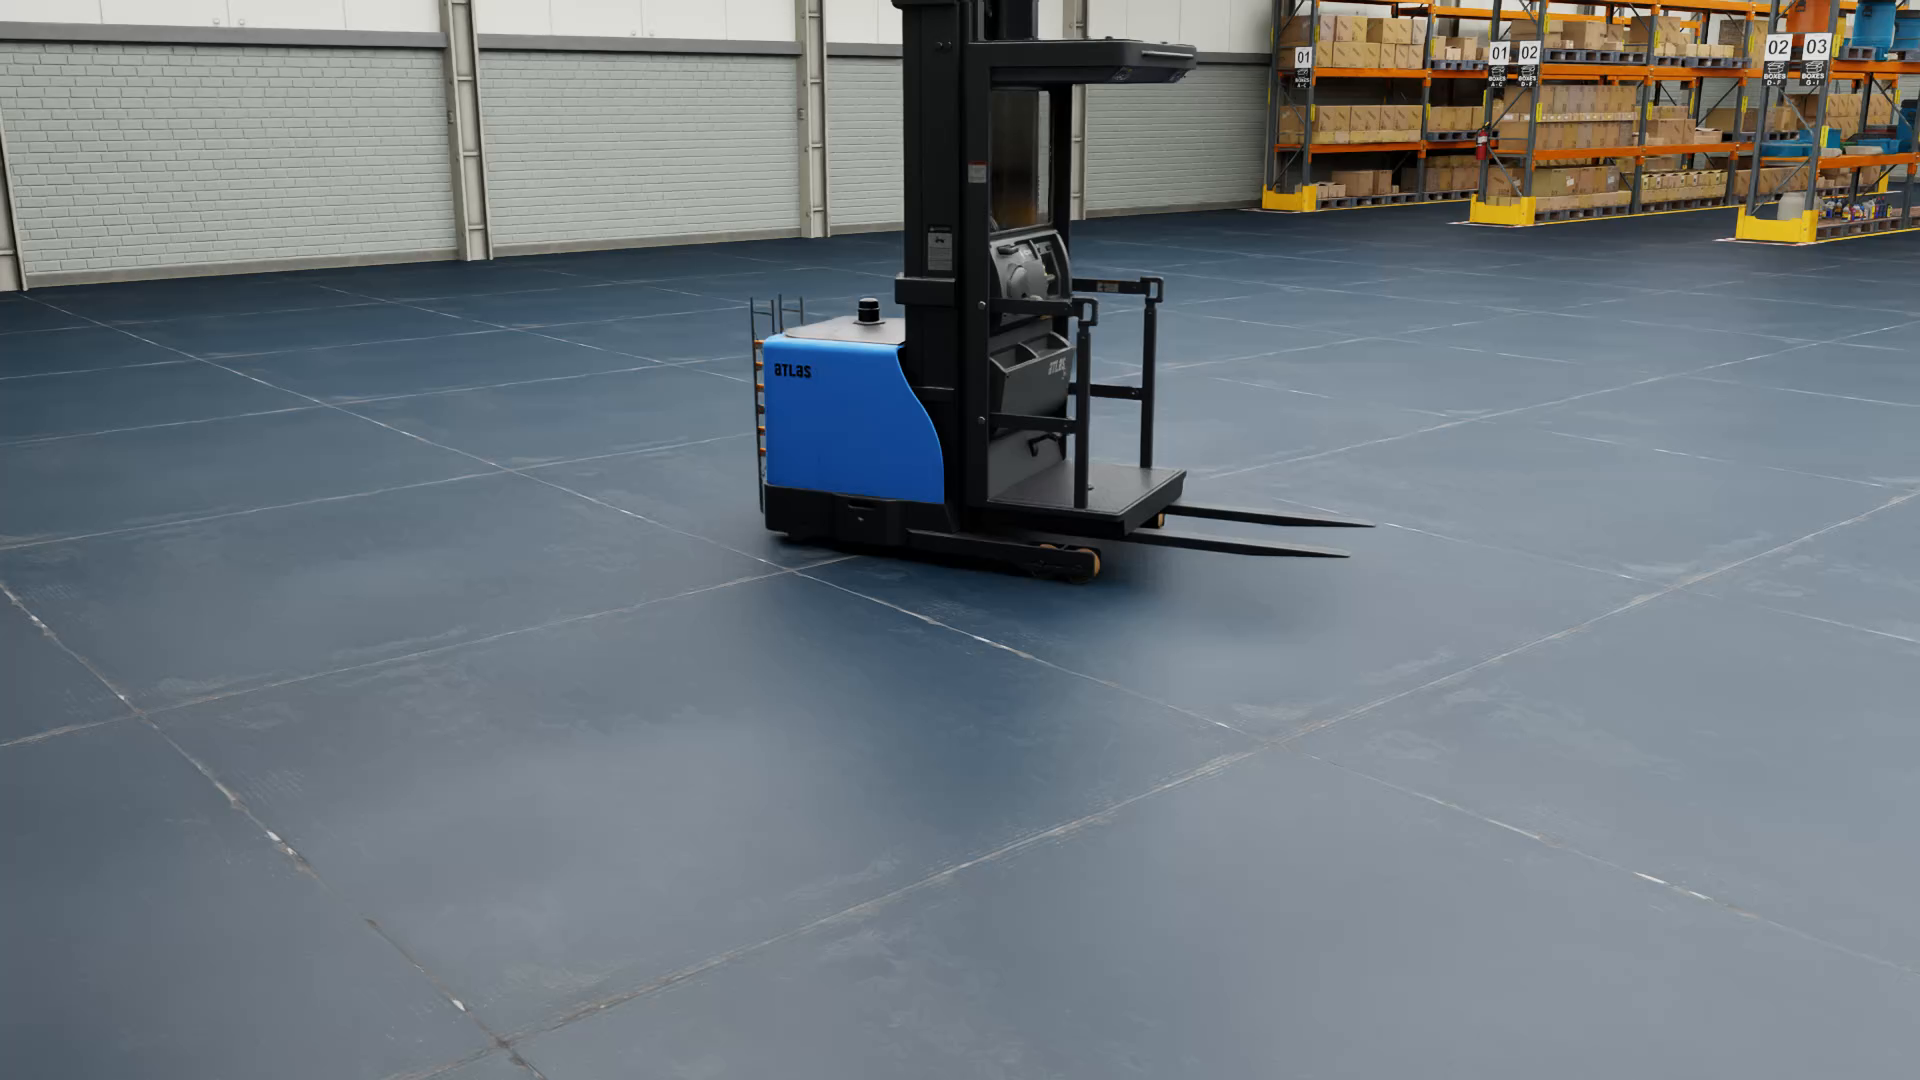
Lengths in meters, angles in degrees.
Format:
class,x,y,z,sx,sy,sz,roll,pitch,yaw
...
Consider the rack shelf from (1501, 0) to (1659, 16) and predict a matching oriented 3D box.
class,x,y,z,sx,sy,sz,roll,pitch,yaw
rack shelf,11.455,-9.960,30.769,4.000,0.370,1.077,-13,19,-39

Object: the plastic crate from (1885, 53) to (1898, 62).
class,x,y,z,sx,sy,sz,roll,pitch,yaw
plastic crate,15.267,-7.947,27.389,0.396,0.136,0.243,-13,19,-39

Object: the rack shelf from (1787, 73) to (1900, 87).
class,x,y,z,sx,sy,sz,roll,pitch,yaw
rack shelf,20.507,-10.737,38.715,4.000,0.370,1.077,-13,19,-39

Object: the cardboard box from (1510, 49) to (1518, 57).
class,x,y,z,sx,sy,sz,roll,pitch,yaw
cardboard box,13.048,-11.384,38.699,0.700,0.500,0.500,14,21,43

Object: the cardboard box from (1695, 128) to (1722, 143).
class,x,y,z,sx,sy,sz,roll,pitch,yaw
cardboard box,15.678,-8.523,35.017,0.500,0.311,0.500,-11,19,-36

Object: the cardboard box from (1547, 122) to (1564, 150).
class,x,y,z,sx,sy,sz,roll,pitch,yaw
cardboard box,10.700,-7.478,30.741,0.500,0.500,0.700,-12,19,-38

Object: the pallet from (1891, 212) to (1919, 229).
class,x,y,z,sx,sy,sz,roll,pitch,yaw
pallet,16.779,-5.770,29.941,1.213,0.211,1.003,-13,19,-39

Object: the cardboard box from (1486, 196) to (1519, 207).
class,x,y,z,sx,sy,sz,roll,pitch,yaw
cardboard box,10.157,-6.286,30.987,0.500,0.250,0.500,-13,19,-39

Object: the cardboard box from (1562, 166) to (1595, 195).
class,x,y,z,sx,sy,sz,roll,pitch,yaw
cardboard box,11.630,-6.801,31.462,0.500,0.500,0.500,-13,19,-39

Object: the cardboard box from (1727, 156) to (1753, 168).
class,x,y,z,sx,sy,sz,roll,pitch,yaw
cardboard box,17.341,-8.375,36.828,0.500,0.250,0.500,-13,20,-40

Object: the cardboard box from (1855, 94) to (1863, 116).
class,x,y,z,sx,sy,sz,roll,pitch,yaw
cardboard box,20.705,-10.115,38.674,0.500,0.500,0.500,-12,19,-38

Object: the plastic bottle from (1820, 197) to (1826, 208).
class,x,y,z,sx,sy,sz,roll,pitch,yaw
plastic bottle,14.868,-5.749,28.741,0.185,0.351,0.144,-13,20,-40

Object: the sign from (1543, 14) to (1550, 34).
class,x,y,z,sx,sy,sz,roll,pitch,yaw
sign,10.306,-9.064,29.212,0.005,0.325,0.100,-13,19,-39

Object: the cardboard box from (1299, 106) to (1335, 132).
class,x,y,z,sx,sy,sz,roll,pitch,yaw
cardboard box,7.249,-8.549,33.742,0.500,0.500,0.500,-13,19,-39

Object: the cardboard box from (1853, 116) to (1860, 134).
class,x,y,z,sx,sy,sz,roll,pitch,yaw
cardboard box,20.708,-9.636,38.819,0.500,0.500,0.500,-13,20,-40

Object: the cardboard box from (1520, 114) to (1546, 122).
class,x,y,z,sx,sy,sz,roll,pitch,yaw
cardboard box,10.383,-7.650,30.126,0.250,0.149,0.380,-13,20,-40

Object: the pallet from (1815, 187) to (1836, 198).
class,x,y,z,sx,sy,sz,roll,pitch,yaw
pallet,19.517,-8.065,38.536,1.213,0.211,1.003,-13,19,-39

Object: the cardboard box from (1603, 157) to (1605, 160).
class,x,y,z,sx,sy,sz,roll,pitch,yaw
cardboard box,16.136,-9.690,41.986,0.250,0.149,0.380,-13,20,-40

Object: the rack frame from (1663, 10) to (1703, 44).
class,x,y,z,sx,sy,sz,roll,pitch,yaw
rack frame,18.761,-13.836,43.112,0.127,3.000,1.000,-13,19,-39

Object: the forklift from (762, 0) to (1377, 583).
class,x,y,z,sx,sy,sz,roll,pitch,yaw
forklift,0.538,-1.365,8.180,3.031,2.935,1.130,7,16,23

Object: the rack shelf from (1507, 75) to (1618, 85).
class,x,y,z,sx,sy,sz,roll,pitch,yaw
rack shelf,14.235,-11.023,39.786,4.000,0.370,1.077,-13,19,-39

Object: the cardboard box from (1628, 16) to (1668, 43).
class,x,y,z,sx,sy,sz,roll,pitch,yaw
cardboard box,13.455,-9.980,32.511,0.500,0.500,0.500,-12,19,-39

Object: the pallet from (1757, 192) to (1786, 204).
class,x,y,z,sx,sy,sz,roll,pitch,yaw
pallet,17.489,-7.596,36.780,1.213,0.211,1.003,-13,19,-39

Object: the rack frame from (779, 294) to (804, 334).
class,x,y,z,sx,sy,sz,roll,pitch,yaw
rack frame,-0.912,-0.750,9.217,0.006,1.200,0.240,-11,17,-36

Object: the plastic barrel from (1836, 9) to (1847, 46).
class,x,y,z,sx,sy,sz,roll,pitch,yaw
plastic barrel,13.971,-8.259,26.868,0.600,0.588,0.600,0,15,0

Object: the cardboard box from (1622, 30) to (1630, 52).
class,x,y,z,sx,sy,sz,roll,pitch,yaw
cardboard box,16.466,-12.317,41.065,0.500,0.500,0.500,-13,20,-40

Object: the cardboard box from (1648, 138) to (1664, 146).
class,x,y,z,sx,sy,sz,roll,pitch,yaw
cardboard box,13.766,-7.930,33.113,0.250,0.149,0.380,-13,19,-39

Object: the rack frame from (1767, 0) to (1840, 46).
class,x,y,z,sx,sy,sz,roll,pitch,yaw
rack frame,13.195,-9.197,25.744,0.127,3.000,1.000,-13,19,-39

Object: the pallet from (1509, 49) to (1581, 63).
class,x,y,z,sx,sy,sz,roll,pitch,yaw
pallet,10.496,-8.785,30.184,1.213,0.211,1.003,-13,19,-39

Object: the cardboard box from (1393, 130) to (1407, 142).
class,x,y,z,sx,sy,sz,roll,pitch,yaw
cardboard box,9.169,-8.620,35.461,0.500,0.250,0.500,-13,19,-39

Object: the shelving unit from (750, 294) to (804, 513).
class,x,y,z,sx,sy,sz,roll,pitch,yaw
shelving unit,-0.985,-0.736,9.162,0.189,1.200,0.258,-11,17,-36

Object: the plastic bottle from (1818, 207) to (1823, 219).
class,x,y,z,sx,sy,sz,roll,pitch,yaw
plastic bottle,14.701,-5.595,28.455,0.097,0.201,0.097,0,15,0

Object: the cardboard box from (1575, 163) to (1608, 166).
class,x,y,z,sx,sy,sz,roll,pitch,yaw
cardboard box,12.408,-7.160,32.805,0.500,0.500,0.500,-13,19,-39

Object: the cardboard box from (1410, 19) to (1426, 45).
class,x,y,z,sx,sy,sz,roll,pitch,yaw
cardboard box,9.509,-10.757,35.228,0.500,0.500,0.500,14,20,42

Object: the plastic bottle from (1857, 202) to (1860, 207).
class,x,y,z,sx,sy,sz,roll,pitch,yaw
plastic bottle,15.332,-5.618,28.381,0.133,0.283,0.061,-13,19,-39

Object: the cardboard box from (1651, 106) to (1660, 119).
class,x,y,z,sx,sy,sz,roll,pitch,yaw
cardboard box,17.261,-10.742,42.570,0.700,0.700,0.980,-14,20,-42

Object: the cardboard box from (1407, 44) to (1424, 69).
class,x,y,z,sx,sy,sz,roll,pitch,yaw
cardboard box,9.488,-10.278,35.371,0.500,0.500,0.500,-12,19,-38

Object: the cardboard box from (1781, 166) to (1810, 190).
class,x,y,z,sx,sy,sz,roll,pitch,yaw
cardboard box,18.814,-8.162,37.485,0.500,0.500,0.500,-13,20,-40

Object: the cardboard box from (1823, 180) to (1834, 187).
class,x,y,z,sx,sy,sz,roll,pitch,yaw
cardboard box,20.103,-8.318,38.714,0.250,0.166,0.380,-13,19,-39

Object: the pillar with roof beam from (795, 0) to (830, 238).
class,x,y,z,sx,sy,sz,roll,pitch,yaw
pillar with roof beam,0.425,-8.542,23.291,0.400,9.000,9.100,-13,19,-39

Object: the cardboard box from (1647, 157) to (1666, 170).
class,x,y,z,sx,sy,sz,roll,pitch,yaw
cardboard box,17.922,-9.710,43.320,0.500,0.500,0.700,-13,20,-40

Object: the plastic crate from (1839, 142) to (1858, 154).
class,x,y,z,sx,sy,sz,roll,pitch,yaw
plastic crate,15.003,-6.699,28.427,0.662,0.188,0.450,-13,19,-39

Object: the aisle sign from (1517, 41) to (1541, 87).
class,x,y,z,sx,sy,sz,roll,pitch,yaw
aisle sign,10.098,-8.449,29.530,0.004,0.787,0.394,-13,19,-39

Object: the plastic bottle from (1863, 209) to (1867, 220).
class,x,y,z,sx,sy,sz,roll,pitch,yaw
plastic bottle,15.331,-5.532,28.219,0.097,0.201,0.097,0,15,0

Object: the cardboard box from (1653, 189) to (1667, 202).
class,x,y,z,sx,sy,sz,roll,pitch,yaw
cardboard box,13.817,-6.922,33.366,0.500,0.250,0.500,-12,19,-38

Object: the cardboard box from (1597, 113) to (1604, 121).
class,x,y,z,sx,sy,sz,roll,pitch,yaw
cardboard box,11.940,-8.000,31.438,0.250,0.149,0.380,-12,19,-38

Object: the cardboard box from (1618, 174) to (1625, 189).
class,x,y,z,sx,sy,sz,roll,pitch,yaw
cardboard box,13.081,-7.211,33.361,0.500,0.311,0.500,-13,19,-39

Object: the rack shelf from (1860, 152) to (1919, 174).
class,x,y,z,sx,sy,sz,roll,pitch,yaw
rack shelf,17.721,-6.967,30.416,4.000,0.370,1.077,-13,19,-39

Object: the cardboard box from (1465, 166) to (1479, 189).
class,x,y,z,sx,sy,sz,roll,pitch,yaw
cardboard box,11.396,-8.301,38.006,0.500,0.500,0.700,-13,20,-40

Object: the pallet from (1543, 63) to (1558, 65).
class,x,y,z,sx,sy,sz,roll,pitch,yaw
pallet,13.177,-11.060,38.896,1.003,0.211,1.213,-12,19,-37

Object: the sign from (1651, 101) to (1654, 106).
class,x,y,z,sx,sy,sz,roll,pitch,yaw
sign,18.402,-11.503,44.172,0.005,0.325,0.100,-13,19,-39

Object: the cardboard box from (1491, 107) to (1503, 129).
class,x,y,z,sx,sy,sz,roll,pitch,yaw
cardboard box,11.975,-9.662,38.063,0.700,0.500,0.500,14,20,42

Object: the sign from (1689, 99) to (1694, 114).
class,x,y,z,sx,sy,sz,roll,pitch,yaw
sign,15.618,-9.244,35.454,0.005,0.325,0.100,-13,19,-39

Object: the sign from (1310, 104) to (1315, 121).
class,x,y,z,sx,sy,sz,roll,pitch,yaw
sign,7.048,-8.540,33.231,0.005,0.325,0.100,-13,19,-39
